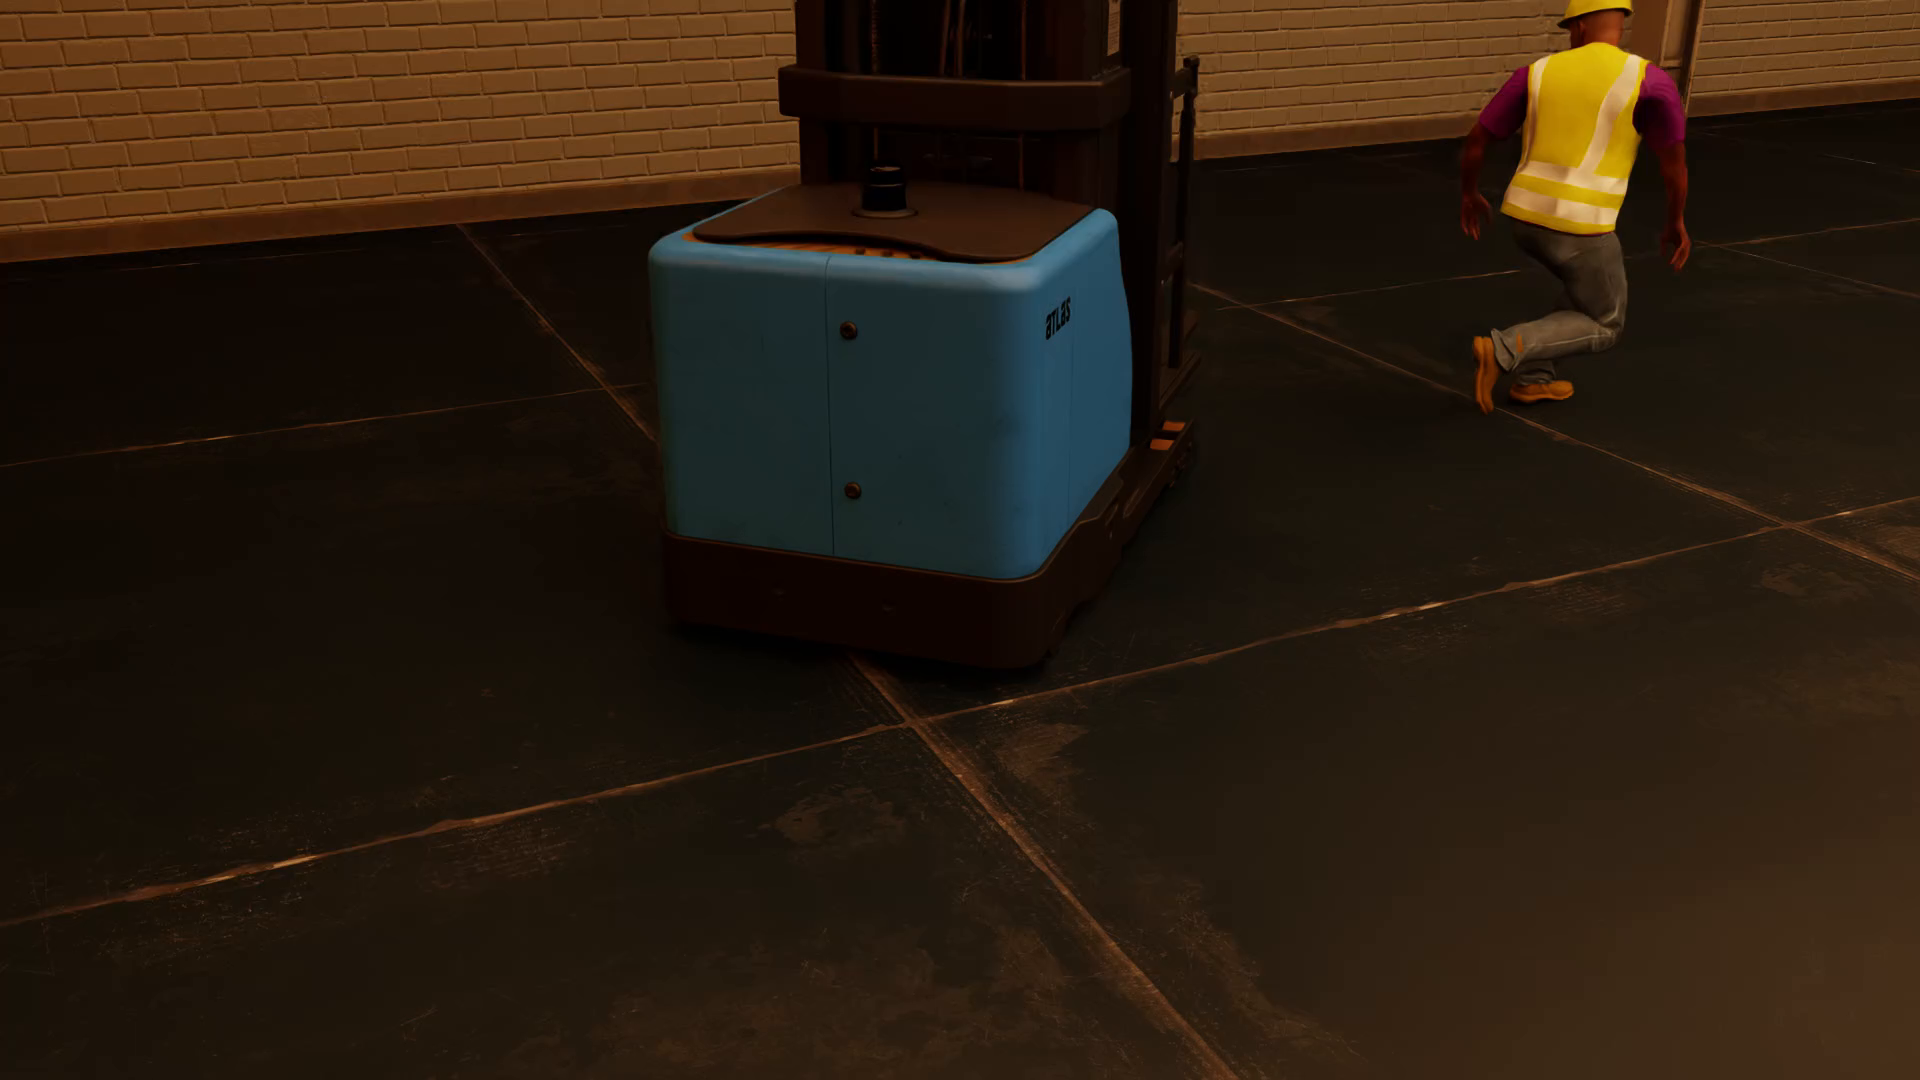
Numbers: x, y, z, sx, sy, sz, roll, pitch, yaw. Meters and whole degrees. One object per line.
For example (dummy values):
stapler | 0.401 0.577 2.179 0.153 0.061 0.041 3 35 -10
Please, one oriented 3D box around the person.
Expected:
person | 2.155 -1.229 6.066 0.706 1.543 0.744 -11 25 -25

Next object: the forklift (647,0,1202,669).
forklift | 0.168 -1.567 5.059 1.130 2.935 3.031 7 24 17
